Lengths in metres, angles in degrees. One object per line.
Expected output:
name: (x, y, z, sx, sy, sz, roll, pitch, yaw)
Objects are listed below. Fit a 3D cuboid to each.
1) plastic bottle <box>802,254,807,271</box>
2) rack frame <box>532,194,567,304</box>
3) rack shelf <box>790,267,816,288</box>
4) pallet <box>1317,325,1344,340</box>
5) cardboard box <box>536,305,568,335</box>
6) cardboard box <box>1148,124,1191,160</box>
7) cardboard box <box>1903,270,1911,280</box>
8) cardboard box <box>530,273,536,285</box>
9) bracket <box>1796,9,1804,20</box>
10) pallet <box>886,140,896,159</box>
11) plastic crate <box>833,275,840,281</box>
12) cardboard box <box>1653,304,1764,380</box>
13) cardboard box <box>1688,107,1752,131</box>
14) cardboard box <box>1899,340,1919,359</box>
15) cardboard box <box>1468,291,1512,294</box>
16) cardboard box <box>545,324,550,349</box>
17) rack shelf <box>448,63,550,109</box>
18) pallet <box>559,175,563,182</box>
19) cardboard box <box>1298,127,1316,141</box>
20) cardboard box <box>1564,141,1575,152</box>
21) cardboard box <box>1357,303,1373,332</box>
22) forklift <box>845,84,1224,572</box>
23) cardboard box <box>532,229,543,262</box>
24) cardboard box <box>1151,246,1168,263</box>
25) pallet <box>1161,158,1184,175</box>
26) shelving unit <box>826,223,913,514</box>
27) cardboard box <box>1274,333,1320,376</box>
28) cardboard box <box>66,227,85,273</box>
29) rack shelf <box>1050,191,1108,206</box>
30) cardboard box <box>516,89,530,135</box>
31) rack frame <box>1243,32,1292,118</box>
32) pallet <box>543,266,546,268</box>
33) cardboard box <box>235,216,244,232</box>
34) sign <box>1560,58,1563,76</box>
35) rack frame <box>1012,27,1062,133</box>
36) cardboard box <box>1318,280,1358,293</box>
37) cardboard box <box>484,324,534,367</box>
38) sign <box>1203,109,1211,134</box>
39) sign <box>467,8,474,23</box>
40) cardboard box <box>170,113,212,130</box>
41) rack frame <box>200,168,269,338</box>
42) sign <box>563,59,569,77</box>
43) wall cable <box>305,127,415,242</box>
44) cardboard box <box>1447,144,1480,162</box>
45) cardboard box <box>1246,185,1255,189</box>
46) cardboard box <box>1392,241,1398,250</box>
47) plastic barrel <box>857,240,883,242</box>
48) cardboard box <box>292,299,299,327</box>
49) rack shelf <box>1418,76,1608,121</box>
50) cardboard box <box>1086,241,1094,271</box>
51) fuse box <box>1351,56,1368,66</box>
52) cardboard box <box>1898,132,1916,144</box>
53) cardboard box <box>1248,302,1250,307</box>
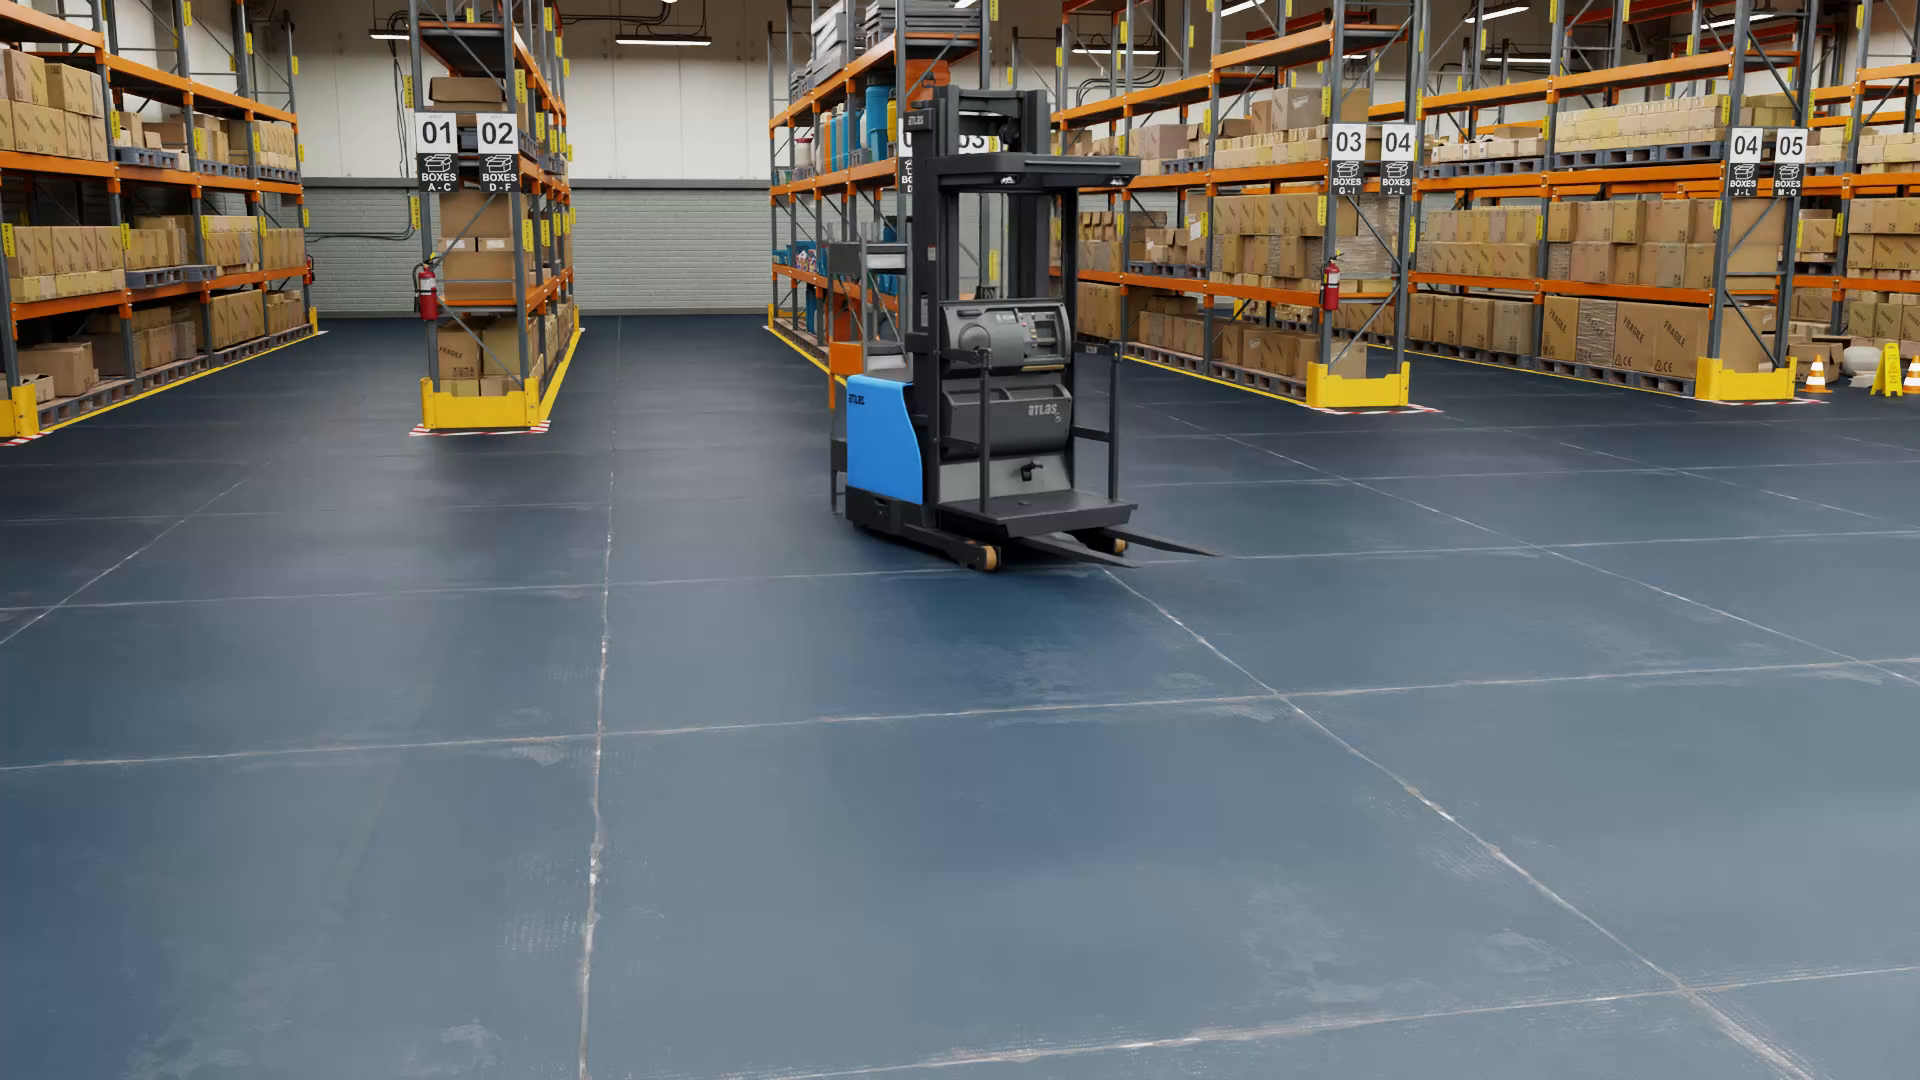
plastic bottle: (-2.621, -4.738, 28.396, 0.152, 0.276, 0.135, -2, 11, -11)
rack frame: (-7.377, -4.888, 28.853, 1.000, 3.000, 0.127, -2, 11, -11)
rack shelf: (-2.129, -4.347, 27.936, 1.077, 0.370, 4.000, -2, 11, -11)
pallet: (7.378, -3.896, 31.103, 1.003, 0.211, 1.213, -2, 11, -11)
cardboard box: (-6.912, -3.705, 28.147, 0.500, 0.500, 0.500, -2, 11, -11)
cardboard box: (3.157, -6.001, 25.077, 0.500, 0.500, 0.500, -2, 11, -13)
cardboard box: (13.642, -3.761, 23.606, 0.380, 0.149, 0.250, -2, 11, -11)
cardboard box: (-5.793, -3.467, 22.061, 0.380, 0.149, 0.250, -2, 11, -11)
bracket: (17.249, -10.728, 33.865, 0.235, 0.232, 0.430, -2, 11, -11)
pallet: (-0.249, -4.402, 18.786, 1.003, 0.211, 1.213, -2, 11, -11)
plastic crate: (-1.577, -3.805, 23.731, 0.450, 0.188, 0.662, -2, 11, -11)
cardboard box: (9.363, -2.493, 20.829, 0.875, 0.875, 0.875, -2, 11, -11)
cardboard box: (9.190, -5.089, 20.105, 0.500, 0.250, 0.500, -2, 11, -10)
cardboard box: (13.688, -2.683, 23.502, 0.500, 0.250, 0.500, -2, 11, -12)
cardboard box: (11.510, -5.171, 36.074, 0.875, 0.438, 0.875, -3, 11, -13)
cardboard box: (-5.750, -2.728, 22.239, 0.500, 0.311, 0.500, -2, 11, -12)
rack shelf: (-6.210, -6.184, 22.615, 1.077, 0.370, 4.000, -2, 11, -11)
pallet: (-7.319, -6.147, 27.948, 1.213, 0.211, 1.003, -2, 11, -11)
cardboard box: (4.218, -4.780, 19.599, 0.380, 0.149, 0.250, -3, 11, -13)
cardboard box: (8.571, -5.421, 22.913, 0.380, 0.149, 0.250, -2, 11, -11)
cardboard box: (7.403, -3.957, 29.524, 0.500, 0.500, 0.500, -3, 11, -14)
forklift: (0.421, -1.343, 10.414, 1.130, 2.935, 3.031, -7, 13, -32)
cardboard box: (-6.832, -4.521, 25.535, 0.700, 0.500, 0.500, -6, 12, -30)
cardboard box: (3.219, -4.330, 25.204, 0.500, 0.250, 0.500, -2, 11, -13)
pallet: (3.676, -5.468, 24.385, 1.213, 0.211, 1.003, -2, 11, -11)
shelving unit: (-0.640, -1.201, 11.893, 0.431, 2.100, 0.503, -7, 13, -32)
cardboard box: (4.316, -2.364, 21.155, 0.500, 0.500, 0.500, -1, 11, -6)
cardboard box: (-9.992, -3.189, 18.272, 0.500, 0.500, 0.500, -2, 11, -9)
rack shelf: (1.952, -6.734, 32.456, 1.077, 0.370, 4.000, -2, 11, -11)
cardboard box: (-5.098, -4.799, 18.600, 0.500, 0.500, 0.500, -2, 11, -11)
rack frame: (6.448, -9.090, 34.886, 1.000, 3.000, 0.127, -2, 11, -11)
pallet: (-7.329, -4.643, 28.080, 1.003, 0.211, 1.213, -2, 11, -11)
cardboard box: (-11.705, -5.016, 26.407, 0.500, 0.250, 0.500, -2, 11, -10)
sign: (11.512, -9.076, 31.890, 0.100, 0.325, 0.005, -2, 11, -11)
rack frame: (1.563, -8.928, 34.036, 1.000, 3.000, 0.127, -2, 11, -11)
cardboard box: (4.417, -2.968, 19.438, 0.380, 0.149, 0.250, -2, 11, -11)
cardboard box: (-5.138, -2.200, 18.958, 0.500, 0.500, 0.500, -2, 11, -11)
sign: (3.353, -5.680, 22.558, 0.100, 0.325, 0.005, -2, 11, -11)
sign: (-7.130, -7.577, 24.230, 0.100, 0.325, 0.005, -2, 11, -11)
cardboard box: (-12.071, -6.547, 26.100, 0.500, 0.250, 0.500, -2, 11, -13)
rack frame: (-12.236, -4.707, 27.903, 1.000, 3.000, 0.127, -2, 11, -11)
sign: (-7.607, -9.121, 32.131, 0.100, 0.325, 0.005, -2, 11, -11)
wall cable: (-13.763, -7.912, 37.005, 3.097, 2.526, 0.112, -2, 11, -11)
cardboard box: (8.026, -6.098, 26.201, 0.500, 0.250, 0.500, -2, 11, -9)
cardboard box: (6.284, -7.451, 34.699, 0.500, 0.250, 0.500, -2, 11, -9)
cardboard box: (7.461, -4.978, 28.084, 0.380, 0.149, 0.250, -2, 11, -10)
plastic barrel: (-1.352, -4.326, 25.540, 0.600, 0.536, 0.708, -2, 11, -11)
cardboard box: (-12.682, -4.202, 30.814, 0.700, 0.500, 0.500, -2, 11, -11)
rack shelf: (8.392, -6.706, 25.355, 1.077, 0.370, 4.000, -2, 11, -11)
cardboard box: (2.486, -4.924, 28.778, 0.500, 0.500, 0.500, -2, 11, -10)
fuse box: (9.921, -11.879, 40.985, 0.513, 0.334, 0.176, -2, 11, -11)
cardboard box: (13.505, -5.668, 23.470, 0.380, 0.149, 0.250, -2, 11, -11)
cardboard box: (6.298, -4.989, 35.093, 0.380, 0.149, 0.250, -2, 11, -9)
